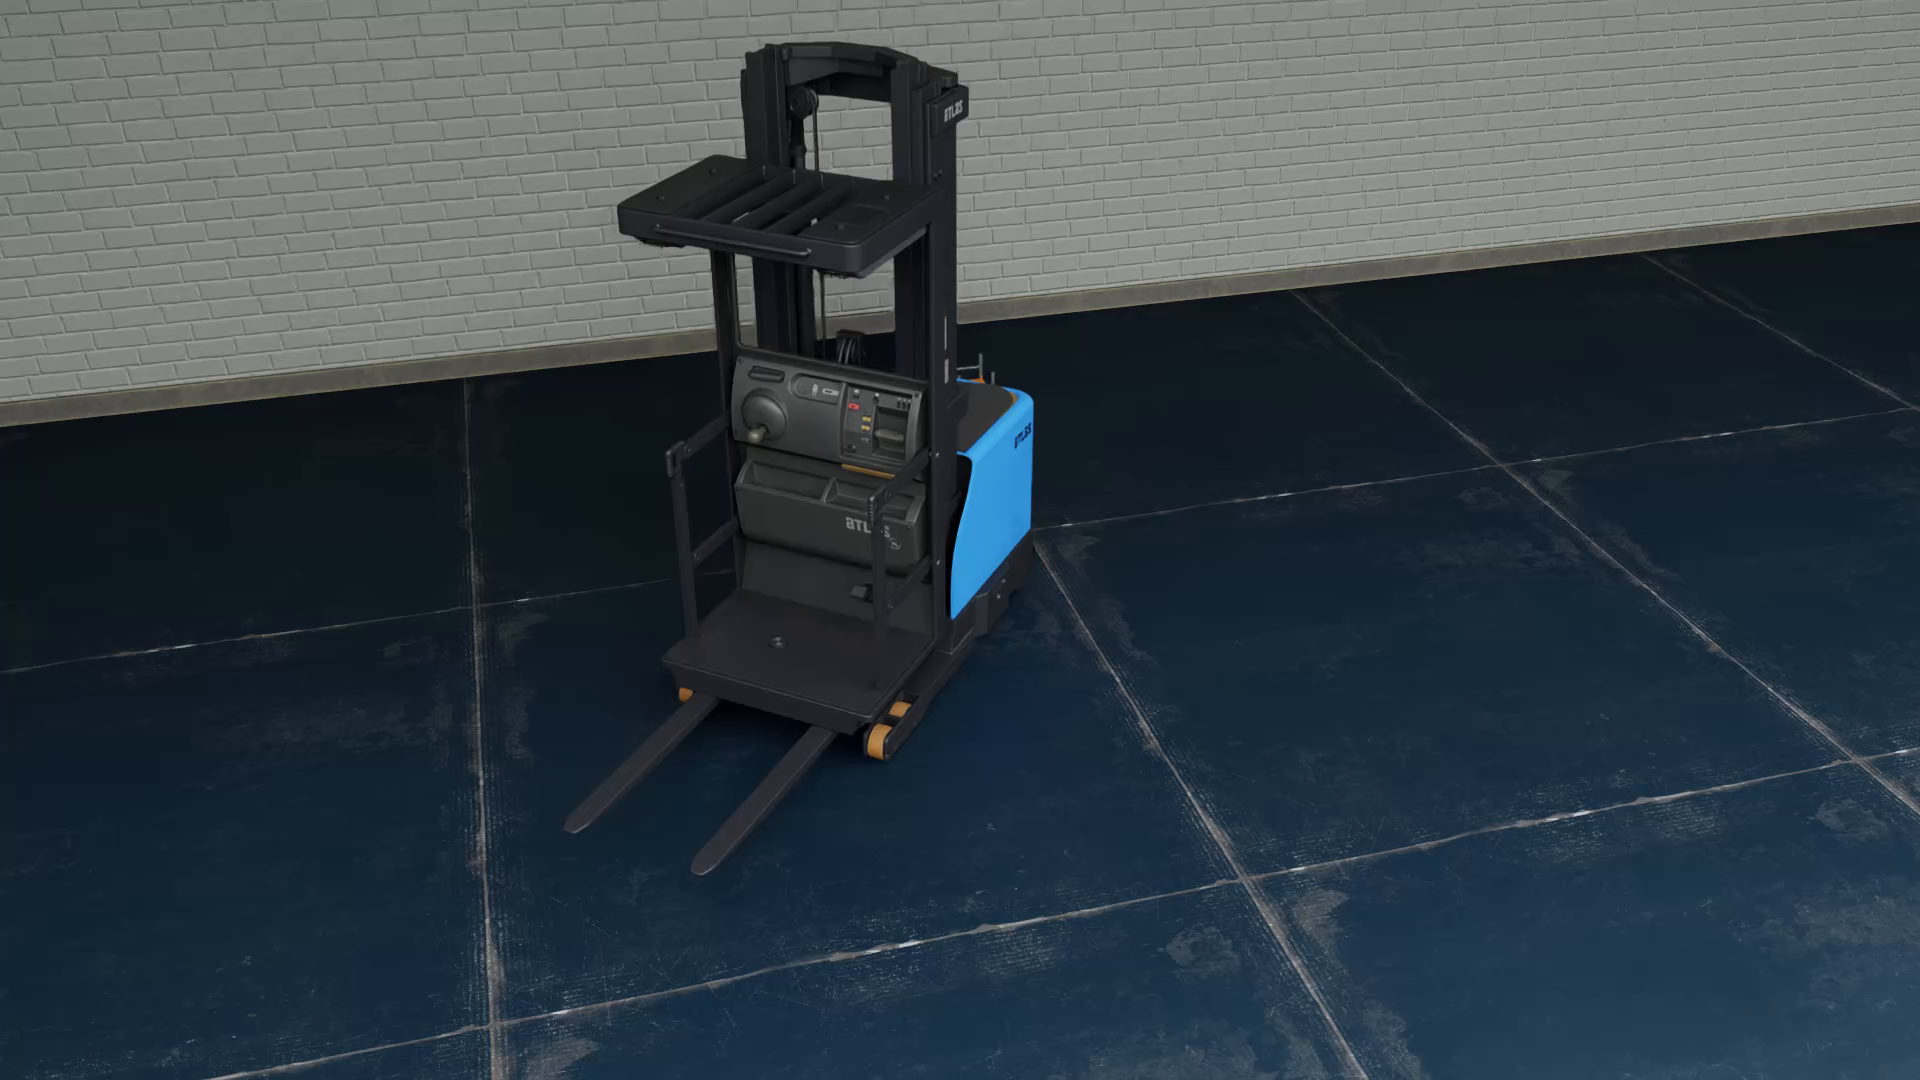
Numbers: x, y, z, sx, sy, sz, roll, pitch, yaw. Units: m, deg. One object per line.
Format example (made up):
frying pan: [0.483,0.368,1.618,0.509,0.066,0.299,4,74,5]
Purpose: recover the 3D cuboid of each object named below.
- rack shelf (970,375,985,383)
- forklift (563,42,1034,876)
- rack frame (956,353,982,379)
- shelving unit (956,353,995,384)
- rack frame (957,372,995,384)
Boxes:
rack shelf: [0.052,-0.704,8.873,0.215,0.259,0.240,-8,31,-13]
forklift: [-0.685,-0.518,7.219,1.130,2.935,3.031,13,32,21]
rack frame: [0.021,-0.527,9.112,0.200,1.050,0.008,-8,31,-13]
shelving unit: [0.052,-0.468,9.010,0.215,1.050,0.252,-8,31,-13]
rack frame: [0.083,-0.409,8.908,0.200,1.050,0.008,-8,31,-13]
